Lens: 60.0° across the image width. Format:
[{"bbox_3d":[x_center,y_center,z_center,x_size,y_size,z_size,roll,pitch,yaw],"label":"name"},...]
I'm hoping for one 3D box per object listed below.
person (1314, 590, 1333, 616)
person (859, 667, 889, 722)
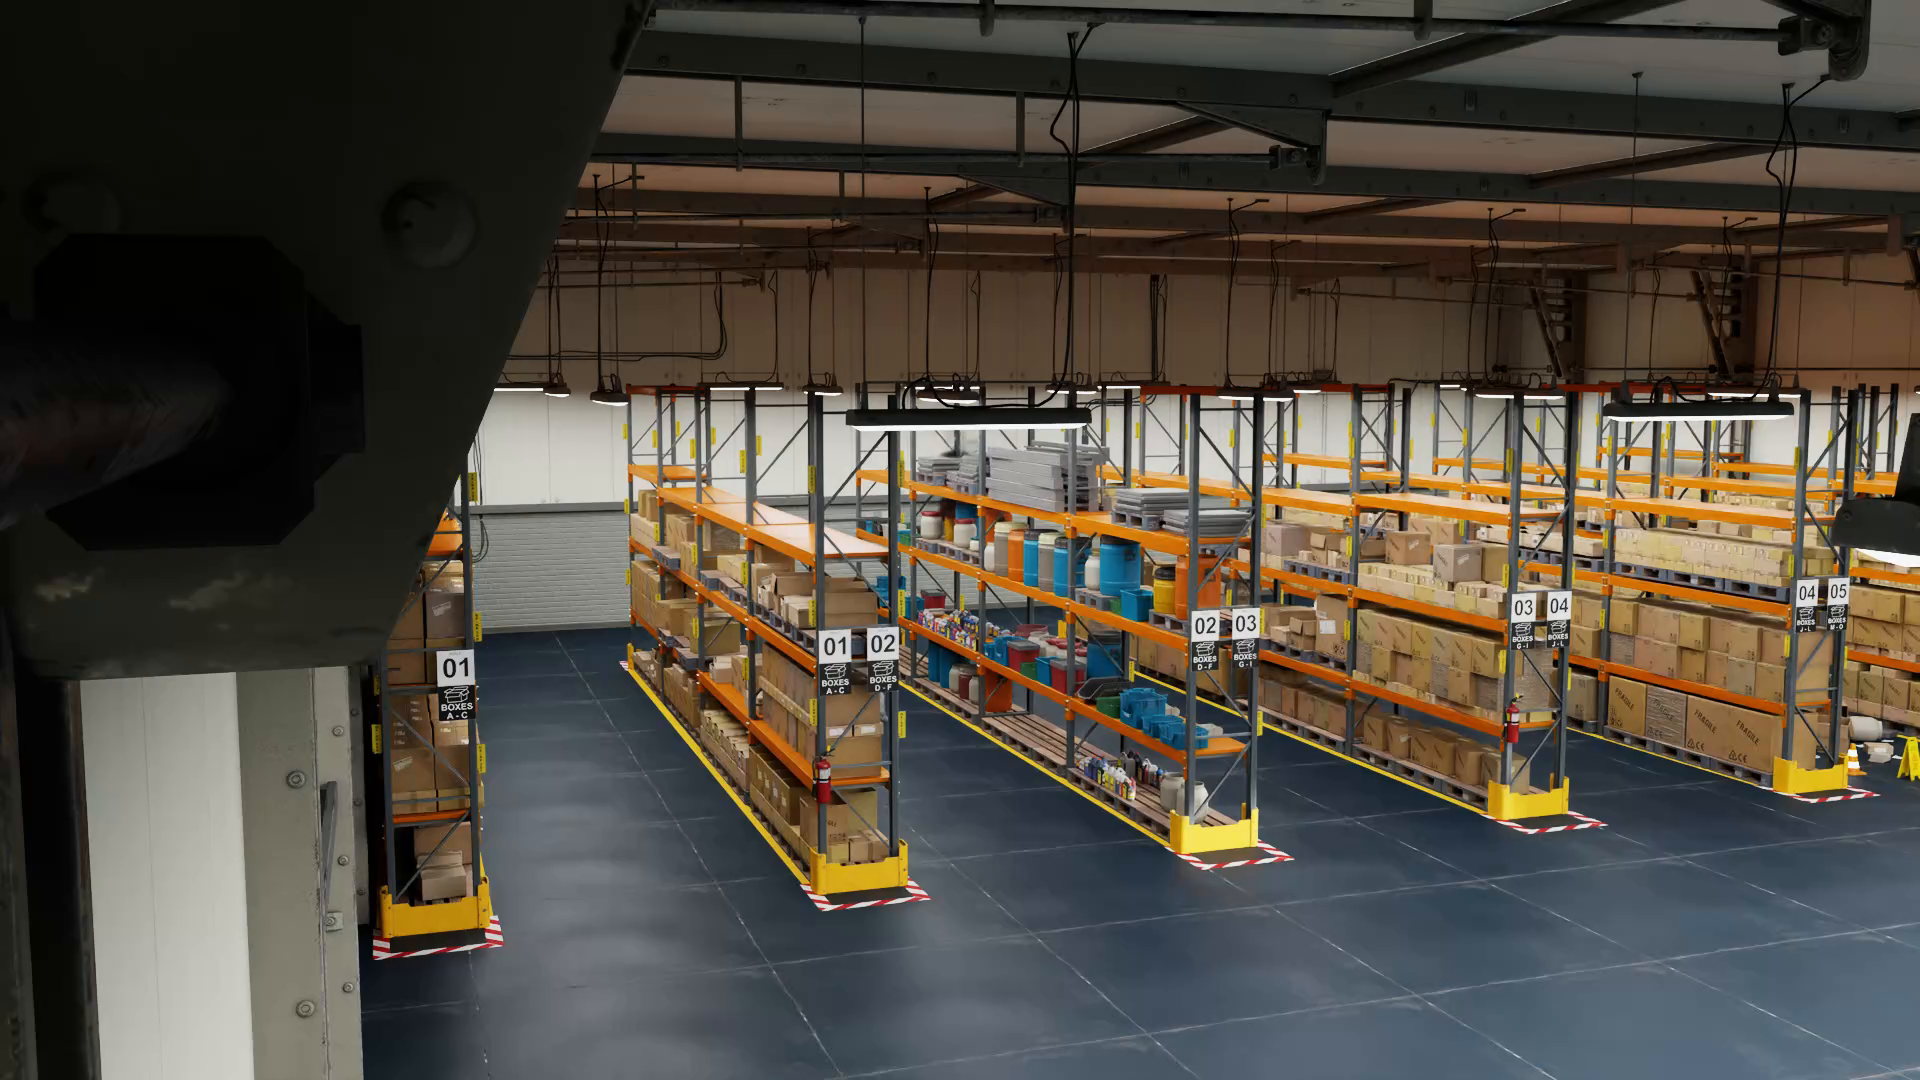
[{"bbox_3d":[7.720,1.869,34.739,0.724,1.744,1.092,-2,6,-20],"label":"person"},{"bbox_3d":[-1.513,2.270,28.692,0.606,1.708,0.880,-4,7,-32],"label":"person"}]
